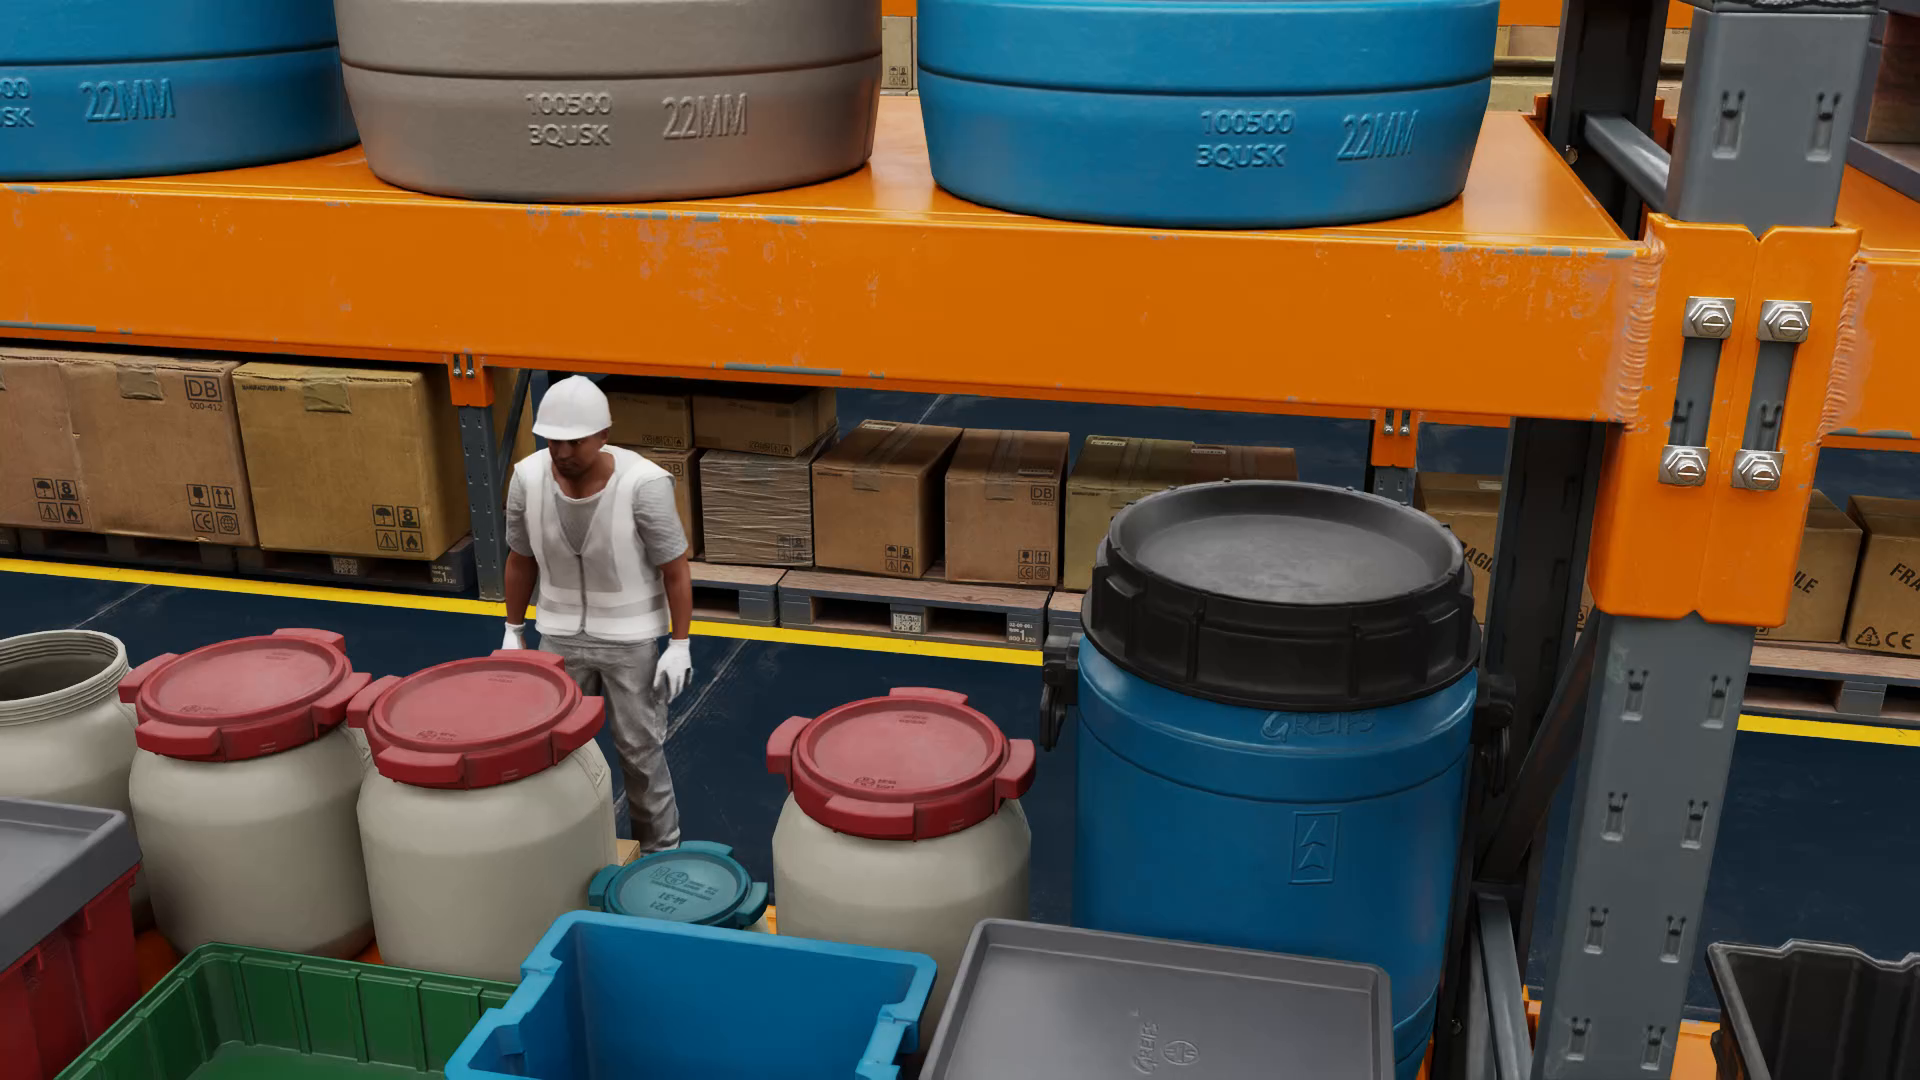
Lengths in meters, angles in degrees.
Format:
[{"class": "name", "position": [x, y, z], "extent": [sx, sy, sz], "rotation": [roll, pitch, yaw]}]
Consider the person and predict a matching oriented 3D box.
[{"class": "person", "position": [-1.142, 0.329, 5.229], "extent": [0.620, 1.773, 0.453], "rotation": [4, 22, 10]}]
